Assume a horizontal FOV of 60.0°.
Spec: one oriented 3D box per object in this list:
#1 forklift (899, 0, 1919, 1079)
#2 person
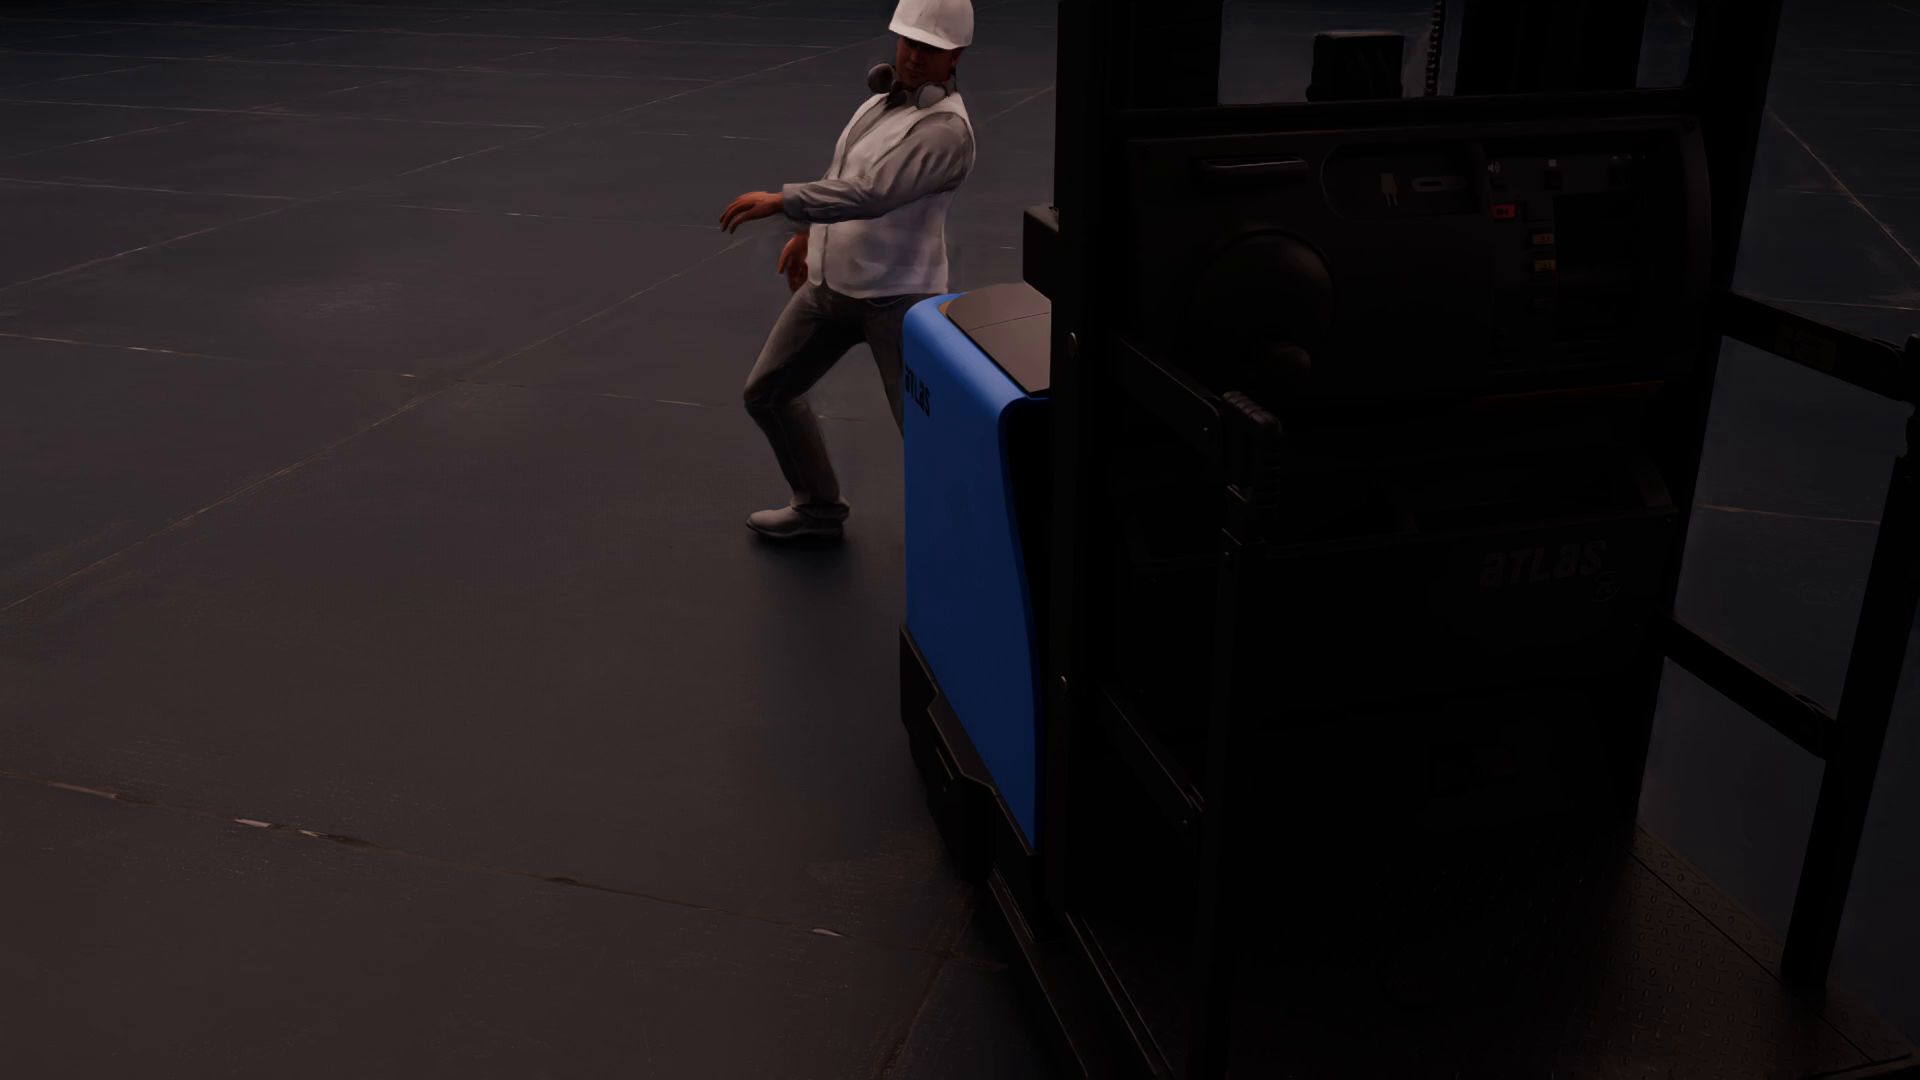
[{"bbox_3d":[0.745,-0.398,2.245,1.130,2.935,3.031,-6,23,-14],"label":"forklift"},{"bbox_3d":[-0.319,-0.745,4.762,0.836,1.652,0.746,-17,28,-35],"label":"person"}]
